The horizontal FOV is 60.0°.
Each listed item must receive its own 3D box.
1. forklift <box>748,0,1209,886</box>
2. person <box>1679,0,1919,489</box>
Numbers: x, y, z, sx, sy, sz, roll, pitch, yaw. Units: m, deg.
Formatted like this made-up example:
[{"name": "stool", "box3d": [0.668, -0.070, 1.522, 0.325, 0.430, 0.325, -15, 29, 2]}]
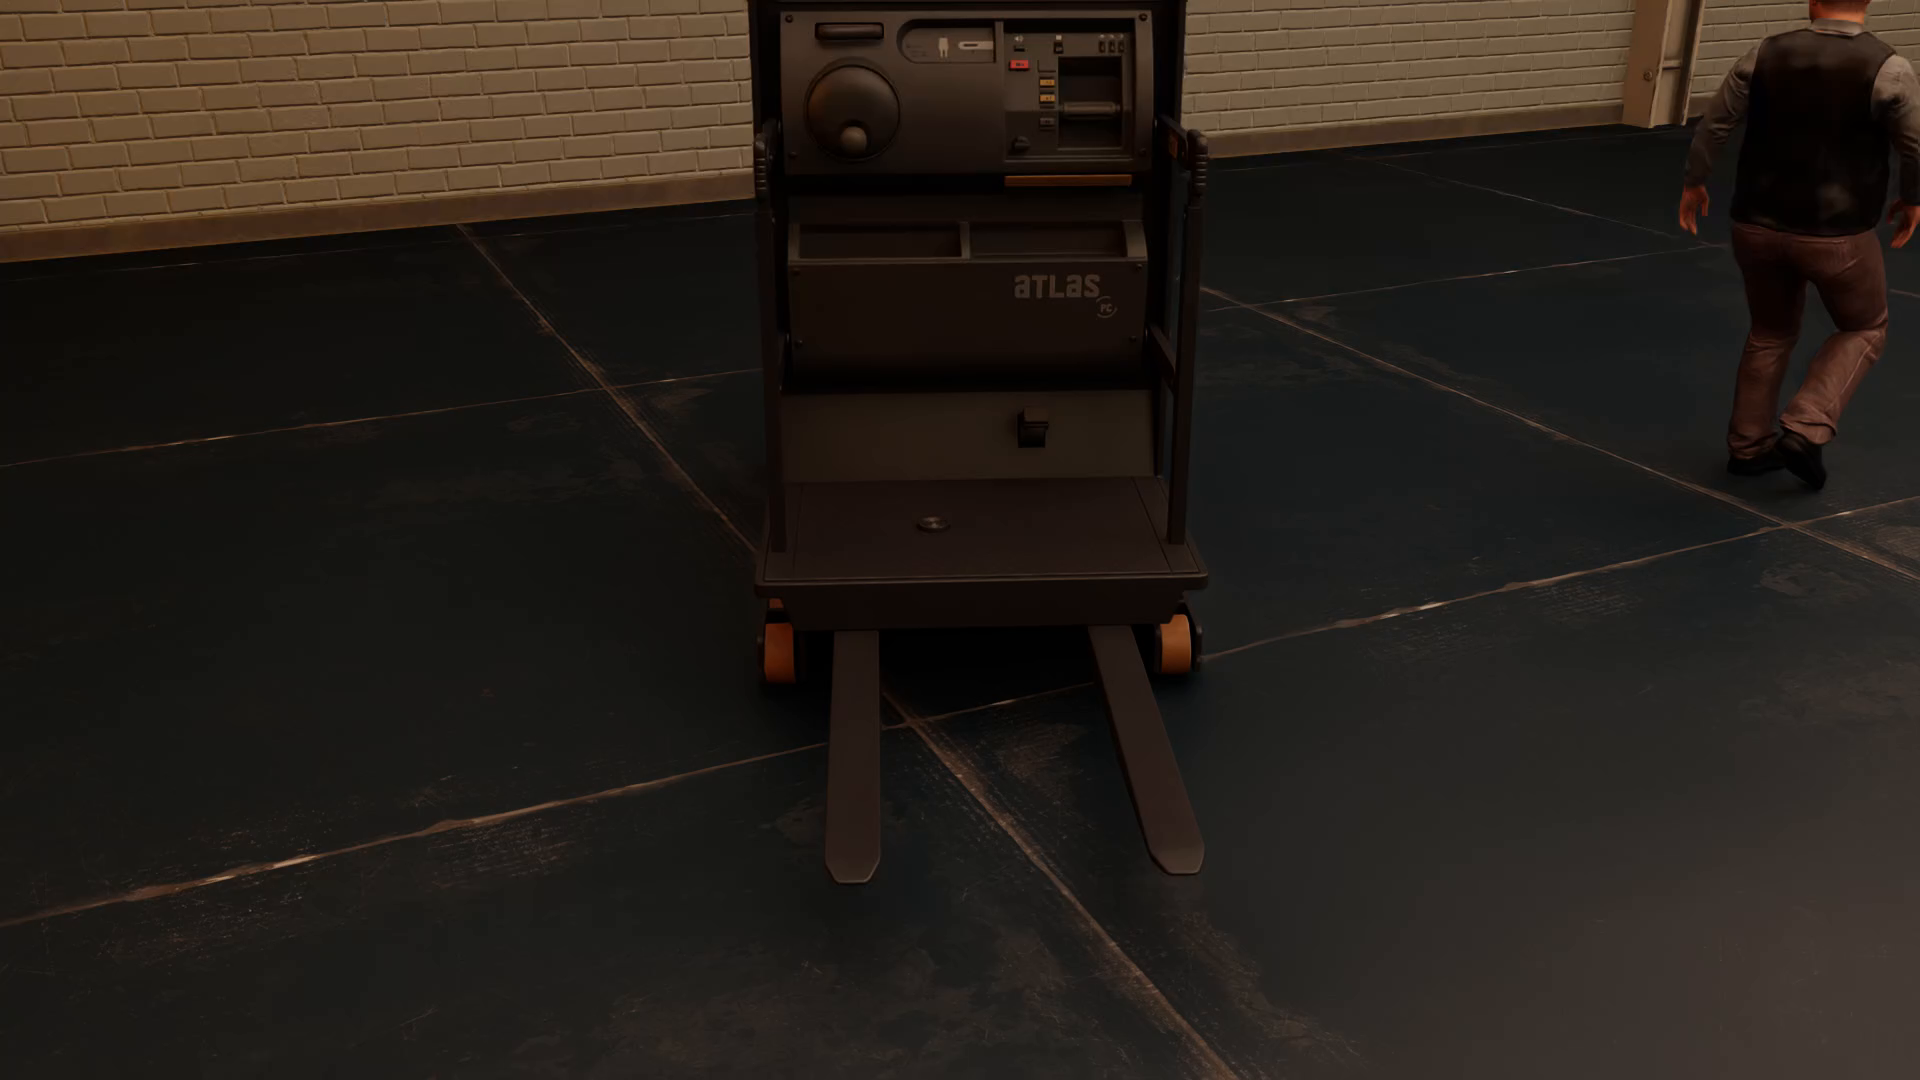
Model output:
[{"name": "forklift", "box3d": [0.032, -1.110, 3.959, 1.130, 2.935, 3.031, -1, 23, -3]}, {"name": "person", "box3d": [2.698, -1.014, 5.359, 0.481, 1.688, 0.760, -16, 27, -33]}]
